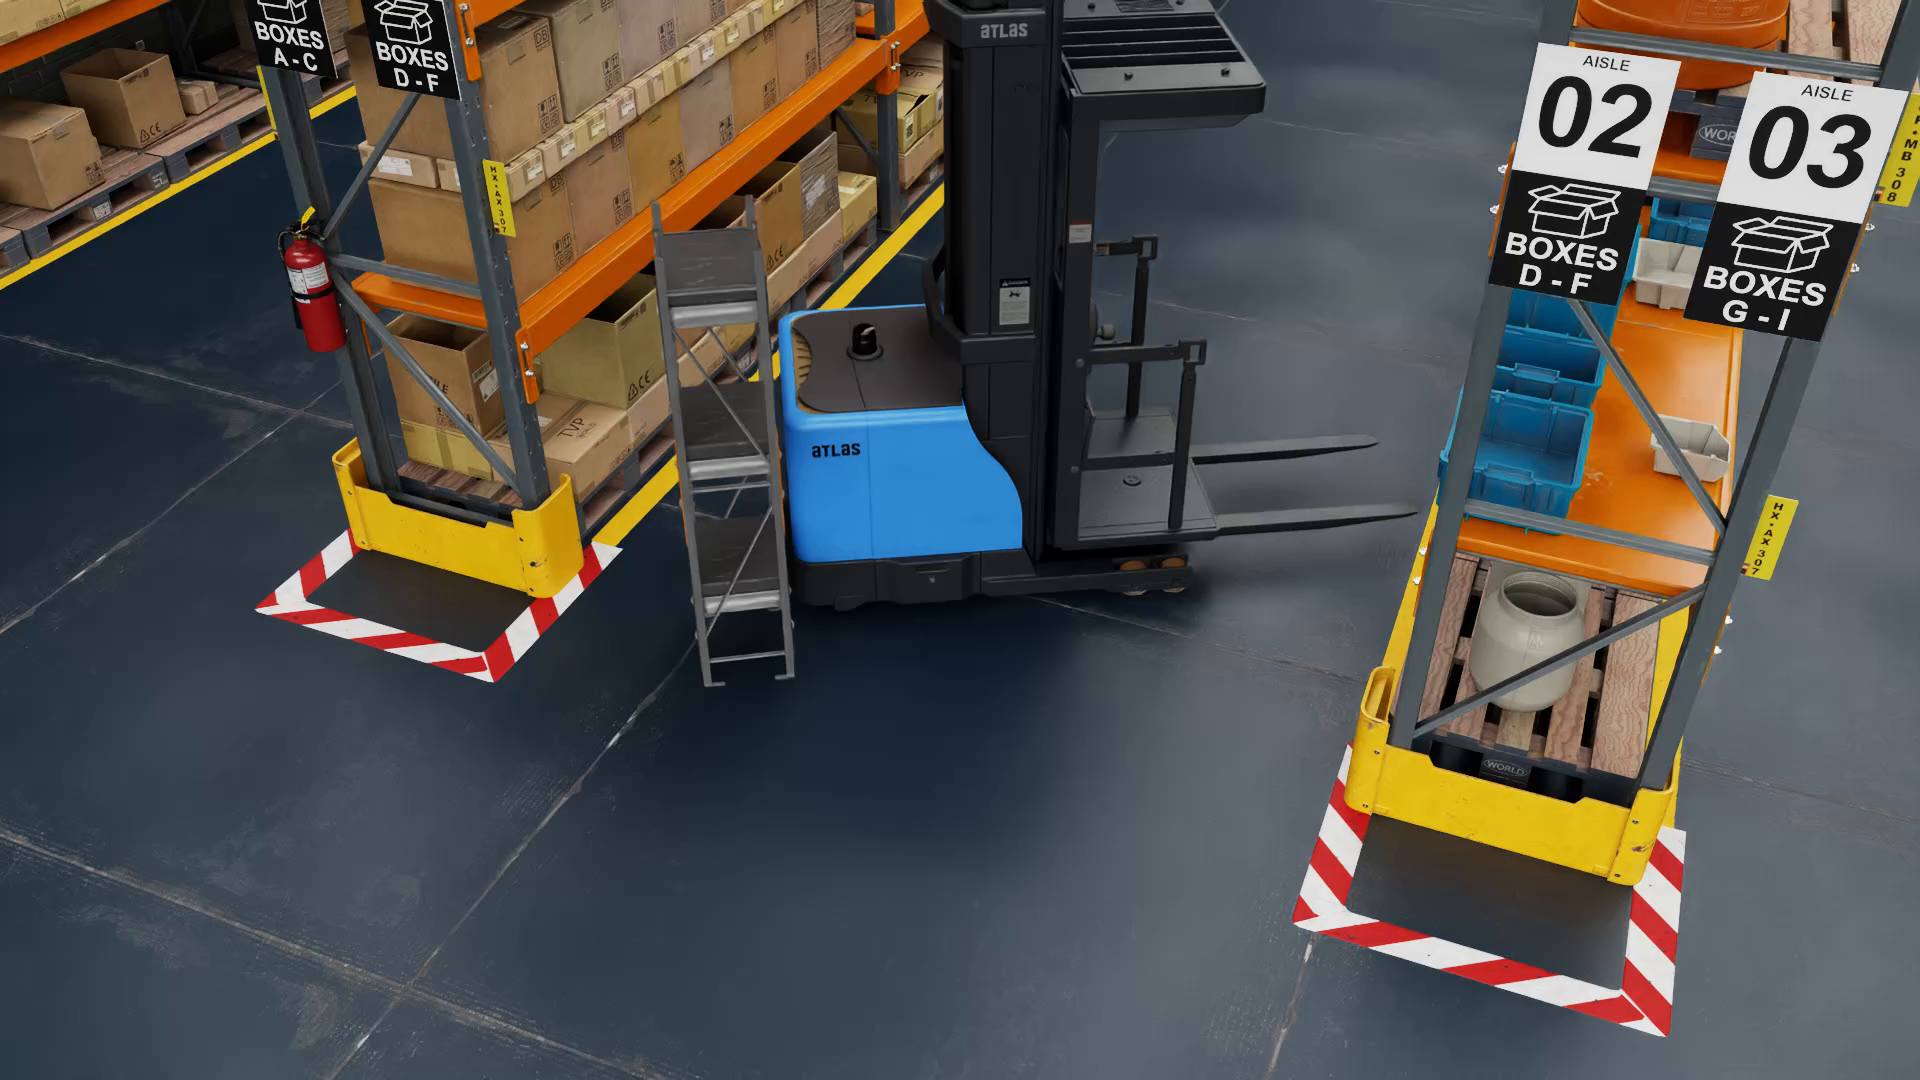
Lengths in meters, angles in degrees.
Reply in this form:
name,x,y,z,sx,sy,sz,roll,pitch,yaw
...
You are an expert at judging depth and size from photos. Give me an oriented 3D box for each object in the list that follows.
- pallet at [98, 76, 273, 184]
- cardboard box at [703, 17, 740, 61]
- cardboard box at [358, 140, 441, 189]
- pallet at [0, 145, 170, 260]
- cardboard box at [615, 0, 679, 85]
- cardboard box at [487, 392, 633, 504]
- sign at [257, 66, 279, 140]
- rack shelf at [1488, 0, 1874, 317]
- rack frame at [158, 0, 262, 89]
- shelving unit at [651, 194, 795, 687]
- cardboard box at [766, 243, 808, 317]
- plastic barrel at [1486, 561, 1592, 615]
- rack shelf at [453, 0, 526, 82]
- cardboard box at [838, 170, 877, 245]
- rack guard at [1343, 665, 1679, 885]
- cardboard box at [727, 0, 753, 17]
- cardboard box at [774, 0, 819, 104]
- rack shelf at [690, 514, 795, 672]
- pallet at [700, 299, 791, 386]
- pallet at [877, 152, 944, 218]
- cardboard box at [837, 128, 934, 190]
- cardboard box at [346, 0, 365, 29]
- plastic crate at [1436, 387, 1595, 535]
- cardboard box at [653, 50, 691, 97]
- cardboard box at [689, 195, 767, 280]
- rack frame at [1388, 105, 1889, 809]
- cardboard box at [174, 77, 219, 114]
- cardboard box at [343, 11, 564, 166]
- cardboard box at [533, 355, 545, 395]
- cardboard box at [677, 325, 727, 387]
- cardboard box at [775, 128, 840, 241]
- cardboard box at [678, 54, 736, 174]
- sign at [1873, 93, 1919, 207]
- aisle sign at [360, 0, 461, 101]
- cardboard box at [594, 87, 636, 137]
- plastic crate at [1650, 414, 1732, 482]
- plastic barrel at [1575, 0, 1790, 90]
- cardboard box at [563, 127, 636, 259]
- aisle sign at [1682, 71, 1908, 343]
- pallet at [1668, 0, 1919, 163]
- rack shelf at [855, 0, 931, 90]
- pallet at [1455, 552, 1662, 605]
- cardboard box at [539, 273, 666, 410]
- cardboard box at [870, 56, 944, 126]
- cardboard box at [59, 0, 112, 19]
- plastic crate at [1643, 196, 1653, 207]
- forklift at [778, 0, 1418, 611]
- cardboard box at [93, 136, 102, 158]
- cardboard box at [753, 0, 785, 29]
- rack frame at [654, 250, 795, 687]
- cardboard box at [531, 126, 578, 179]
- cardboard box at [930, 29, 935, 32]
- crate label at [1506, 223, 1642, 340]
name,x,y,z,sx,sy,sz,roll,pitch,yaw
pallet,-5.687,-2.998,12.085,1.003,0.211,1.213,14,39,18
cardboard box,-1.370,-2.619,8.623,0.380,0.149,0.250,15,39,19
cardboard box,-2.435,-1.709,7.406,0.380,0.149,0.250,13,39,17
pallet,-6.150,-2.321,11.178,1.003,0.211,1.213,14,39,18
cardboard box,-1.808,-2.570,8.016,0.700,0.500,0.500,14,39,18
cardboard box,-1.994,-0.467,8.316,0.500,0.250,0.500,14,39,18
sign,-2.900,-1.844,7.047,0.100,0.325,0.005,14,39,18
rack shelf,2.937,-2.044,6.575,1.077,0.370,4.000,14,39,18
rack frame,-5.464,-4.495,11.759,1.000,3.000,0.127,14,39,18
shelving unit,-0.975,-0.356,6.971,0.431,2.100,0.503,-6,37,-8
cardboard box,-1.232,-1.574,9.797,0.500,0.250,0.500,14,39,18
plastic barrel,2.546,0.145,7.278,0.421,0.512,0.421,0,37,0
rack shelf,-1.643,-3.175,8.087,1.077,0.370,4.000,14,39,18
cardboard box,-0.856,-2.129,10.539,0.500,0.250,0.500,14,39,18
rack guard,2.161,0.925,6.595,1.175,0.500,0.348,14,39,18
cardboard box,-1.427,-3.124,8.757,0.700,0.500,0.500,14,39,18
cardboard box,-1.239,-2.868,9.498,0.700,0.500,0.500,13,39,17
rack shelf,-0.977,0.216,7.398,0.431,0.518,0.480,-6,37,-8
pallet,-1.686,-1.143,9.603,1.003,0.211,1.213,14,39,18
pallet,-0.637,-2.669,11.644,1.003,0.211,1.213,14,39,18
cardboard box,-0.499,-2.603,11.172,0.500,0.250,0.500,13,39,17
cardboard box,-5.049,-4.379,13.324,0.700,0.500,0.500,13,39,17
plastic crate,2.089,-0.309,6.283,0.499,0.251,0.616,14,39,18
cardboard box,-1.567,-2.336,8.244,0.380,0.149,0.250,13,39,17
cardboard box,-1.421,-1.598,9.201,0.500,0.500,0.500,14,39,18
rack frame,2.176,-0.024,5.776,1.000,3.000,0.127,14,39,18
cardboard box,-5.640,-3.234,12.070,0.380,0.166,0.250,9,38,12
cardboard box,-2.194,-1.999,7.251,0.700,0.500,0.500,14,39,18
cardboard box,-2.294,-0.865,8.847,0.500,0.250,0.500,14,39,18
cardboard box,-1.616,-1.022,9.057,0.500,0.250,0.500,14,39,18
cardboard box,-1.057,-2.155,9.948,0.500,0.500,0.500,14,39,18
cardboard box,-1.628,-2.308,8.748,0.700,0.500,0.500,15,39,19
sign,2.683,-1.101,4.705,0.100,0.325,0.005,14,39,18
aisle sign,-2.145,-2.089,6.368,0.394,0.787,0.004,14,39,18
cardboard box,-1.763,-2.046,7.857,0.380,0.149,0.250,13,39,17
plastic crate,2.814,-0.340,6.420,0.298,0.136,0.250,14,39,18
plastic barrel,2.243,-1.863,5.023,0.600,0.830,0.708,14,39,18
cardboard box,-2.019,-1.742,7.991,0.700,0.500,0.500,15,39,19
aisle sign,2.419,-0.958,4.855,0.394,0.787,0.004,14,39,18
pallet,2.581,-1.585,5.518,1.003,0.211,1.213,14,39,18
rack shelf,-0.121,-4.188,11.948,1.077,0.370,4.000,14,39,18
pallet,2.941,-0.081,8.182,1.003,0.211,1.213,14,39,18
cardboard box,-1.805,-1.045,8.462,0.500,0.500,0.500,14,39,18
cardboard box,-0.299,-3.108,11.381,0.500,0.311,0.500,13,39,17
cardboard box,-5.738,-3.556,10.610,0.500,0.250,0.500,14,39,17
plastic crate,3.381,-1.953,8.409,0.767,0.338,0.504,14,39,18
forklift,0.677,-1.222,7.437,3.031,2.935,1.130,-4,37,-5
cardboard box,-6.091,-2.649,11.302,0.380,0.149,0.250,11,38,14
cardboard box,-1.176,-2.906,9.008,0.380,0.149,0.250,14,39,18
rack frame,-0.933,-0.213,6.779,0.400,2.100,0.015,-6,37,-8
cardboard box,-1.957,-1.769,7.486,0.380,0.149,0.250,13,39,17
cardboard box,0.090,-3.684,12.151,0.500,0.311,0.500,15,39,19
crate label,2.626,-1.119,7.212,0.502,0.435,0.616,14,39,18
